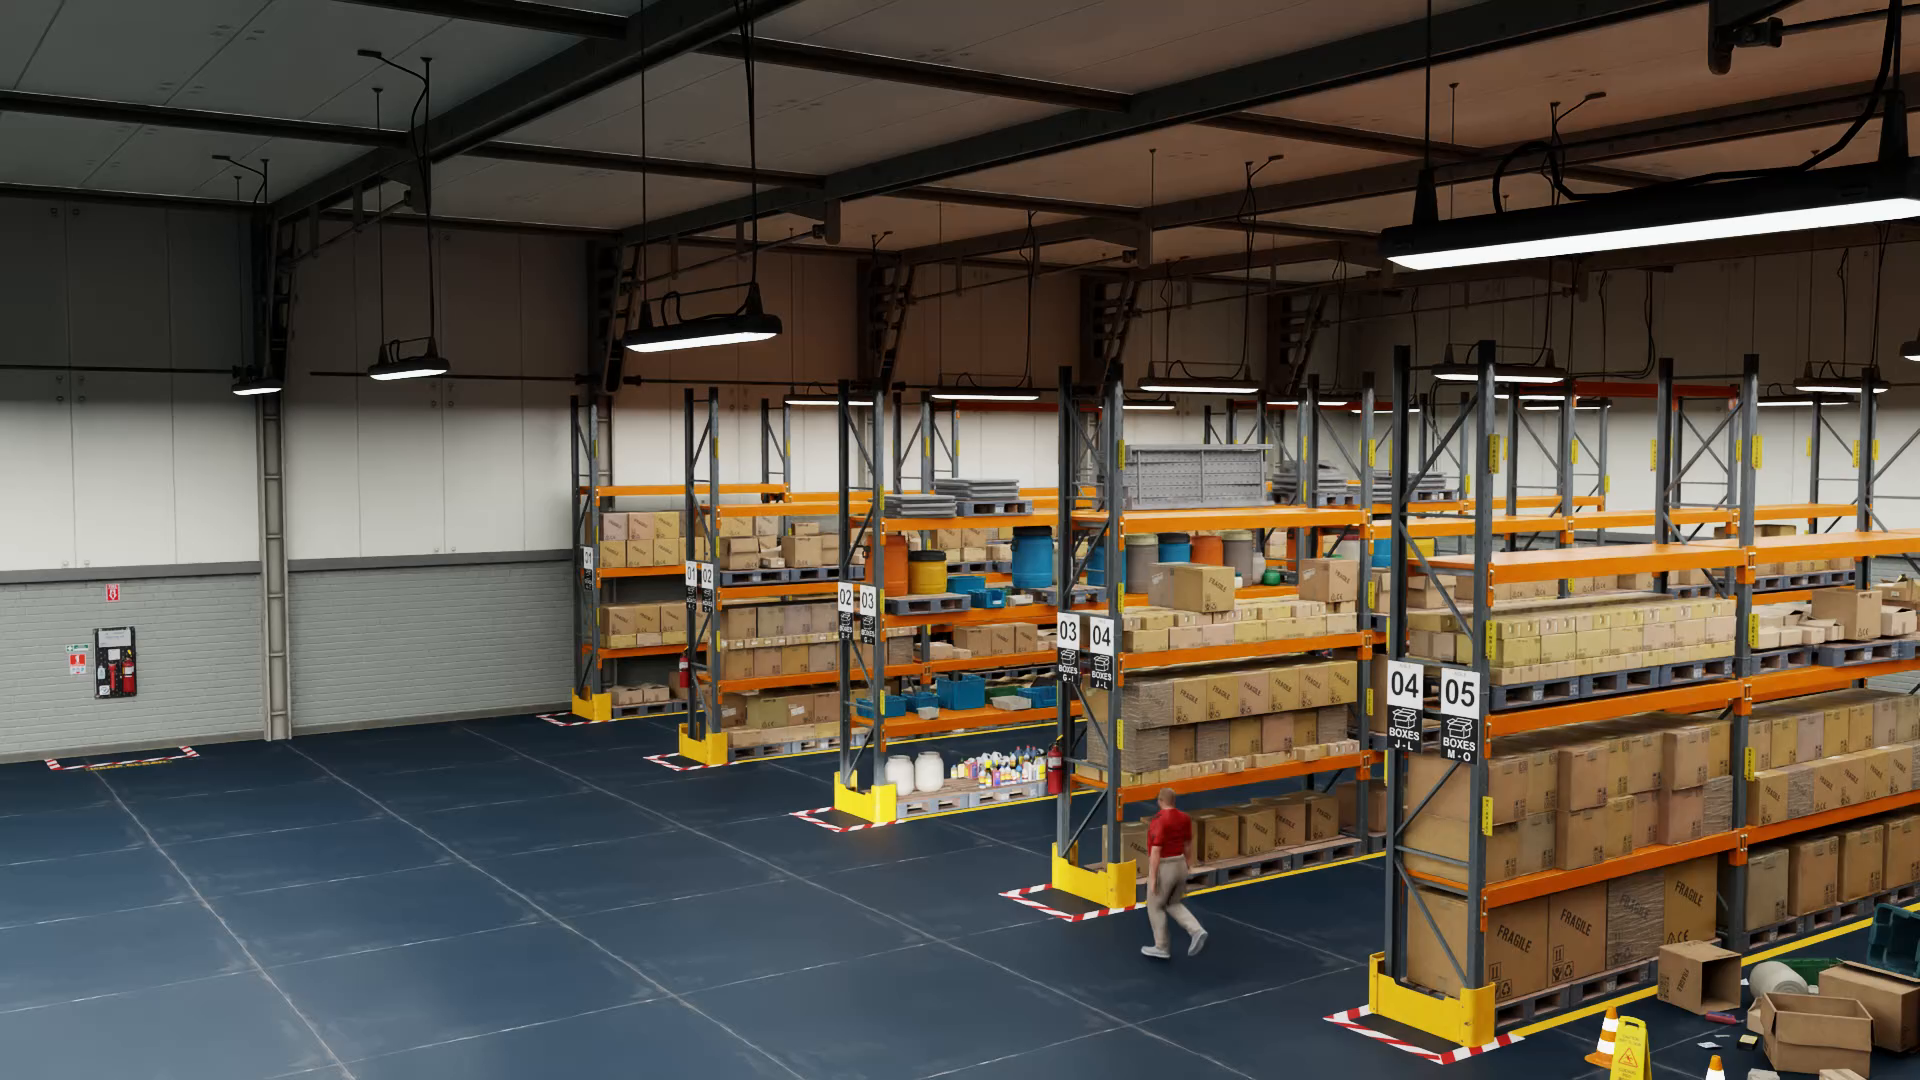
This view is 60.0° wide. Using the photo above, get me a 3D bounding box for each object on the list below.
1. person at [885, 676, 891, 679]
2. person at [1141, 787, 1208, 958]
[{"bbox_3d":[-1.406,2.548,30.667,0.720,1.562,0.576,-2,4,-32],"label":"person"},{"bbox_3d":[2.105,3.302,16.465,0.673,1.707,0.531,3,5,44],"label":"person"}]
